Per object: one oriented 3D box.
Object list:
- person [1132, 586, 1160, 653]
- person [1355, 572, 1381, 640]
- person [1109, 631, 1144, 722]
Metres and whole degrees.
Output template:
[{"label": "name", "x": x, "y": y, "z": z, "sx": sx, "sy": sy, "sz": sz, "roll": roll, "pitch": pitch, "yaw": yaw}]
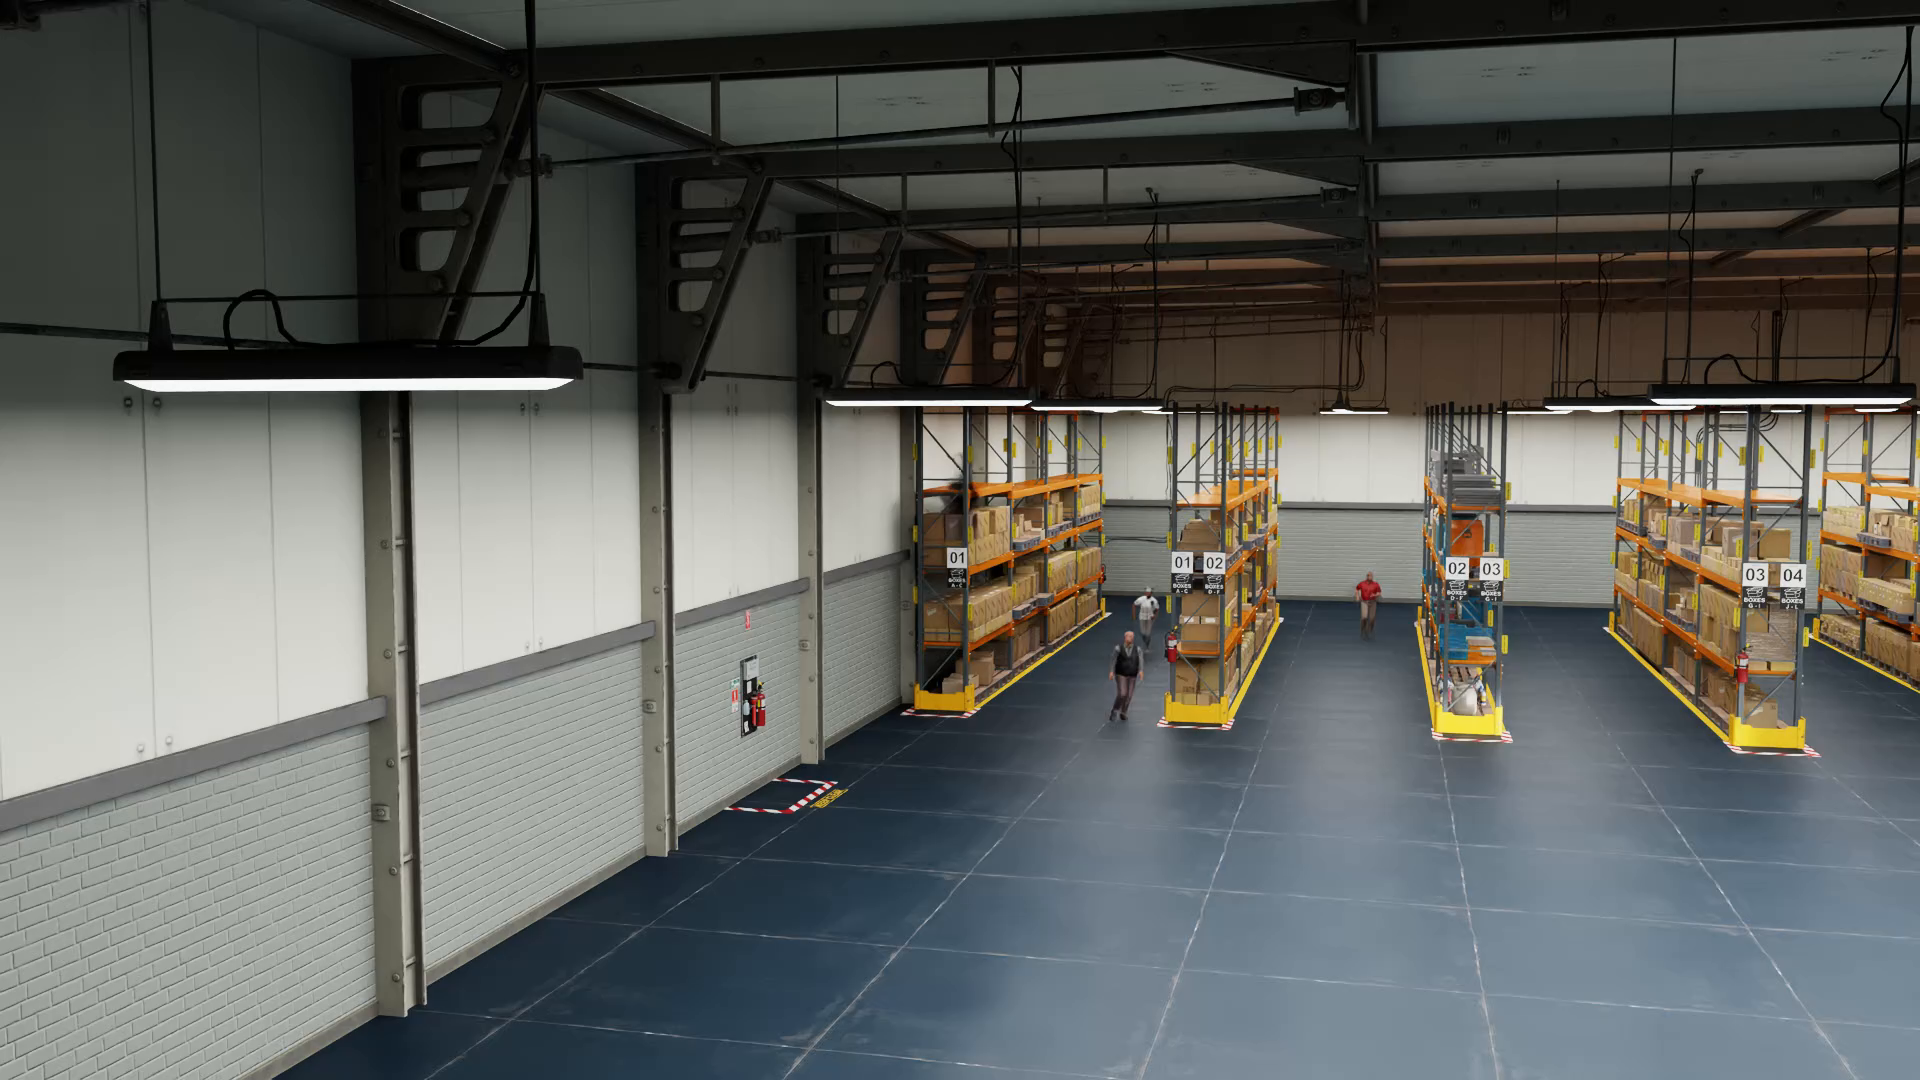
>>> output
[{"label": "person", "x": 4.503, "y": 1.929, "z": 40.262, "sx": 0.658, "sy": 1.652, "sz": 0.557, "roll": 1, "pitch": 4, "yaw": 7}, {"label": "person", "x": 10.539, "y": 1.708, "z": 42.886, "sx": 0.631, "sy": 1.767, "sz": 0.727, "roll": 1, "pitch": 4, "yaw": 7}, {"label": "person", "x": 3.119, "y": 2.551, "z": 31.067, "sx": 0.640, "sy": 1.689, "sz": 0.702, "roll": -1, "pitch": 4, "yaw": -13}]
